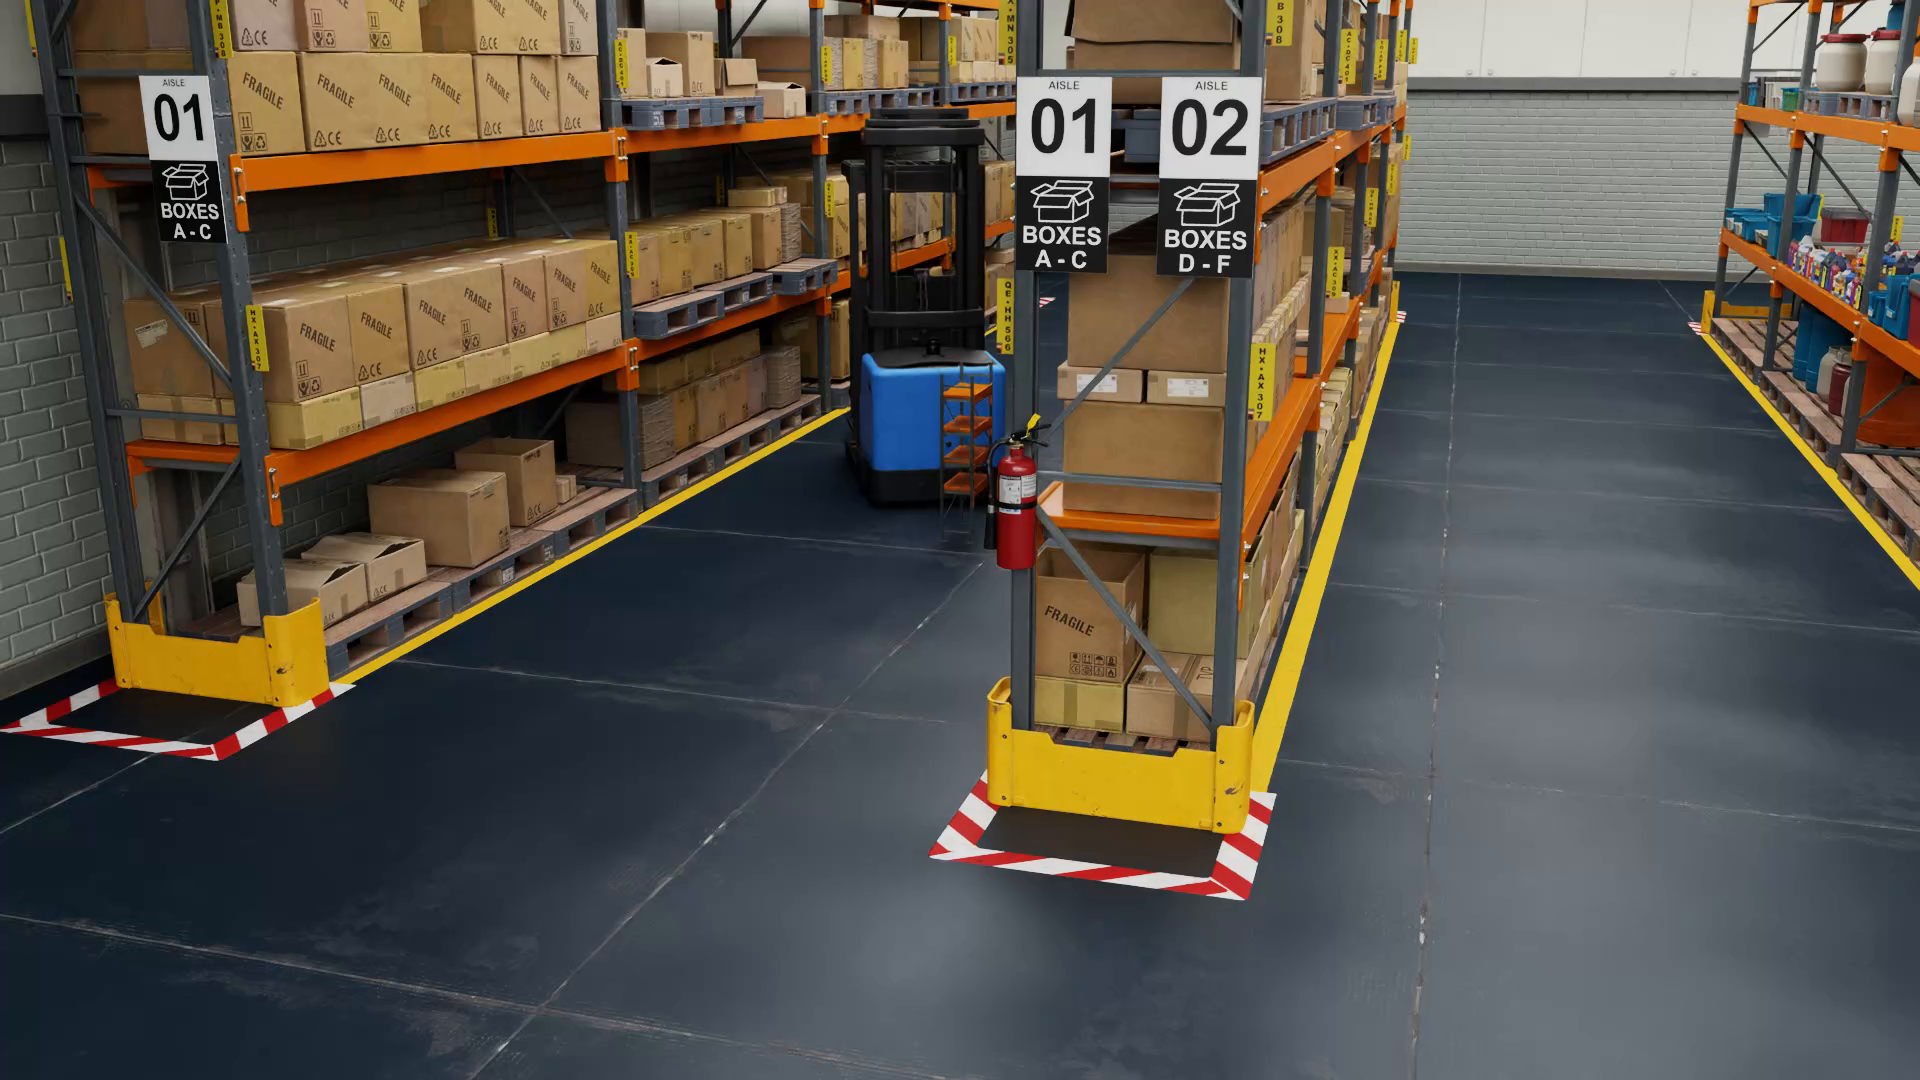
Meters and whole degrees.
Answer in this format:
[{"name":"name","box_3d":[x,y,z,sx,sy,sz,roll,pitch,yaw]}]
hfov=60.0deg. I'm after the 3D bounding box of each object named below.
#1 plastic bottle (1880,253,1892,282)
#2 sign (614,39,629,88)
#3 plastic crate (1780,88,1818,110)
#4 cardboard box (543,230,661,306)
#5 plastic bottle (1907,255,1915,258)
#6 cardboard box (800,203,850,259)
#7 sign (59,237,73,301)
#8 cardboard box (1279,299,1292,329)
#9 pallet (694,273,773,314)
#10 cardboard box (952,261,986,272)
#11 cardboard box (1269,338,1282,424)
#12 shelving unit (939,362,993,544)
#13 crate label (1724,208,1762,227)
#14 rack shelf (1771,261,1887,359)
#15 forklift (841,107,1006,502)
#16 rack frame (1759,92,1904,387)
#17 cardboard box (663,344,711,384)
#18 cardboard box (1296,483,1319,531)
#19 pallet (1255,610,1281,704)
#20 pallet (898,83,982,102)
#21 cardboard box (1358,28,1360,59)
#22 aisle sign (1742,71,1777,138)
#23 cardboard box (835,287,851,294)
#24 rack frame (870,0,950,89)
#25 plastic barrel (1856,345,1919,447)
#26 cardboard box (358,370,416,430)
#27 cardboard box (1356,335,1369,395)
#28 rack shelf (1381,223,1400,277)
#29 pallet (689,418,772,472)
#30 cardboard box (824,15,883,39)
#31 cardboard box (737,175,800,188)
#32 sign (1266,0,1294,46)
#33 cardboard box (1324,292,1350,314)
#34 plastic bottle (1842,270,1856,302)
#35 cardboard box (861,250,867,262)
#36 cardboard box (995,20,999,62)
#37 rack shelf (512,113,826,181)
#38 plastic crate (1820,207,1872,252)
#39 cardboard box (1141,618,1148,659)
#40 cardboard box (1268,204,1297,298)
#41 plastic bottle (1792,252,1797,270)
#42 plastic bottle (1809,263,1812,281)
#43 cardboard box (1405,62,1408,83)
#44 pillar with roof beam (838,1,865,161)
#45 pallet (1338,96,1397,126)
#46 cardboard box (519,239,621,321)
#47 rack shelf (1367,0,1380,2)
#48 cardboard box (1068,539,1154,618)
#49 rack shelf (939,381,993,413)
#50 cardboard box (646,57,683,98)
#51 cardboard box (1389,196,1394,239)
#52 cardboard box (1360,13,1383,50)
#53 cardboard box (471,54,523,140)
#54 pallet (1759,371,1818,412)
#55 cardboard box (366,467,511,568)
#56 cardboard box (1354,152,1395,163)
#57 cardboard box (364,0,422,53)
[{"name":"plastic bottle","box_3d":[8.670,-2.554,15.571,0.097,0.271,0.097,0,16,0]},{"name":"sign","box_3d":[-2.367,-3.328,11.623,0.100,0.325,0.005,5,16,16]},{"name":"plastic crate","box_3d":[8.835,-4.627,17.455,0.416,0.233,0.300,5,16,16]},{"name":"cardboard box","box_3d":[-2.712,-2.067,12.630,0.700,0.500,0.500,5,16,16]},{"name":"plastic bottle","box_3d":[8.729,-2.490,15.339,0.152,0.276,0.135,5,16,16]},{"name":"cardboard box","box_3d":[-1.369,-3.031,16.255,0.500,0.500,0.500,5,17,18]},{"name":"sign","box_3d":[-4.553,-1.388,8.524,0.100,0.325,0.005,5,16,16]},{"name":"cardboard box","box_3d":[1.698,-1.300,9.543,0.380,0.149,0.250,5,16,16]},{"name":"pallet","box_3d":[-2.276,-2.110,14.123,1.003,0.211,1.213,5,16,16]},{"name":"cardboard box","box_3d":[0.115,-3.481,21.228,0.380,0.149,0.250,4,16,14]},{"name":"cardboard box","box_3d":[1.451,-0.956,9.518,0.700,0.500,0.500,5,17,17]},{"name":"shelving unit","box_3d":[0.047,-0.621,11.818,0.258,1.200,0.503,5,16,16]},{"name":"crate label","box_3d":[9.634,-3.957,20.481,0.416,0.233,0.303,5,16,16]},{"name":"rack shelf","box_3d":[8.314,-2.132,15.168,1.077,0.370,4.000,5,16,16]},{"name":"forklift","box_3d":[-0.381,-2.056,13.706,1.130,2.935,3.031,-3,16,-9]},{"name":"rack frame","box_3d":[8.883,-3.002,16.914,1.000,3.000,0.127,5,16,16]},{"name":"cardboard box","box_3d":[-2.430,-1.492,13.994,0.500,0.250,0.500,4,16,14]},{"name":"cardboard box","box_3d":[2.213,-0.259,11.515,0.500,0.250,0.500,4,16,15]},{"name":"pallet","box_3d":[1.250,0.573,9.423,1.003,0.211,1.213,5,16,16]},{"name":"pallet","box_3d":[-0.373,-5.383,19.978,1.003,0.211,1.213,5,16,16]},{"name":"cardboard box","box_3d":[3.544,-4.653,16.103,0.600,0.600,0.600,4,16,14]},{"name":"aisle sign","box_3d":[9.755,-5.341,20.397,0.394,0.787,0.004,5,16,16]},{"name":"cardboard box","box_3d":[-1.163,-2.302,17.618,0.750,0.750,0.750,5,16,16]},{"name":"rack frame","box_3d":[-0.616,-6.656,18.804,1.000,3.000,0.127,5,16,16]},{"name":"plastic barrel","box_3d":[7.869,-1.242,13.920,0.600,0.830,0.708,5,16,16]},{"name":"cardboard box","box_3d":[-3.449,-0.808,9.418,0.500,0.250,0.500,4,16,14]},{"name":"cardboard box","box_3d":[3.692,-1.714,16.151,0.500,0.500,0.500,4,16,15]},{"name":"rack shelf","box_3d":[4.703,-3.564,20.215,1.077,0.370,4.000,5,16,16]},{"name":"pallet","box_3d":[-2.325,-0.859,14.472,1.003,0.211,1.213,5,16,16]},{"name":"cardboard box","box_3d":[-1.134,-5.468,17.749,0.500,0.250,0.500,4,16,14]},{"name":"cardboard box","box_3d":[-1.872,-3.424,16.263,0.500,0.250,0.500,5,17,17]},{"name":"sign","box_3d":[1.255,-2.104,6.507,0.100,0.325,0.005,5,16,16]},{"name":"cardboard box","box_3d":[3.007,-1.963,13.712,0.380,0.149,0.250,5,16,16]},{"name":"plastic bottle","box_3d":[7.623,-2.172,14.226,0.097,0.271,0.097,0,16,0]},{"name":"cardboard box","box_3d":[-1.182,-2.952,17.165,0.380,0.149,0.250,5,17,17]},{"name":"cardboard box","box_3d":[0.281,-6.318,21.059,0.500,0.500,0.500,4,16,13]},{"name":"rack shelf","box_3d":[-2.321,-3.297,13.778,1.077,0.370,4.000,5,16,16]},{"name":"plastic crate","box_3d":[9.377,-3.275,17.653,0.402,0.464,0.583,5,16,16]},{"name":"cardboard box","box_3d":[0.724,0.579,8.561,0.500,0.250,0.500,5,16,16]},{"name":"cardboard box","box_3d":[1.599,-1.717,9.825,0.700,0.500,0.500,5,16,16]},{"name":"plastic bottle","box_3d":[8.316,-2.777,16.486,0.097,0.201,0.097,0,16,0]},{"name":"plastic bottle","box_3d":[8.063,-2.544,15.665,0.097,0.201,0.097,0,16,0]},{"name":"cardboard box","box_3d":[5.370,-5.890,20.961,0.500,0.250,0.500,5,16,16]},{"name":"pillar with roof beam","box_3d":[2.881,-6.572,18.510,9.100,9.000,0.400,5,16,16]},{"name":"pallet","box_3d":[2.891,-3.508,13.549,1.213,0.211,1.003,5,17,18]},{"name":"cardboard box","box_3d":[-2.727,-1.827,11.639,0.500,0.500,0.500,5,16,16]},{"name":"rack shelf","box_3d":[2.429,-4.165,12.072,1.077,0.370,4.000,5,16,16]},{"name":"cardboard box","box_3d":[0.862,0.087,8.922,0.500,0.500,0.500,5,16,16]},{"name":"rack shelf","box_3d":[0.047,-0.999,11.711,0.258,0.148,0.480,5,16,16]},{"name":"cardboard box","box_3d":[-2.482,-3.577,12.840,0.500,0.311,0.500,5,17,18]},{"name":"cardboard box","box_3d":[4.827,-3.812,19.588,0.500,0.500,0.500,5,16,16]},{"name":"cardboard box","box_3d":[4.236,-5.489,18.172,0.700,0.500,0.500,5,16,16]},{"name":"cardboard box","box_3d":[-3.073,-2.747,10.300,0.500,0.500,0.500,4,16,14]},{"name":"pallet","box_3d":[8.623,-1.461,16.595,1.003,0.211,1.213,5,16,16]},{"name":"cardboard box","box_3d":[-3.325,-0.151,10.638,0.700,0.500,0.500,4,16,12]},{"name":"cardboard box","box_3d":[4.684,-4.152,18.956,0.500,0.500,0.500,4,16,14]},{"name":"cardboard box","box_3d":[-3.358,-2.956,9.206,0.500,0.500,0.500,5,17,17]}]
